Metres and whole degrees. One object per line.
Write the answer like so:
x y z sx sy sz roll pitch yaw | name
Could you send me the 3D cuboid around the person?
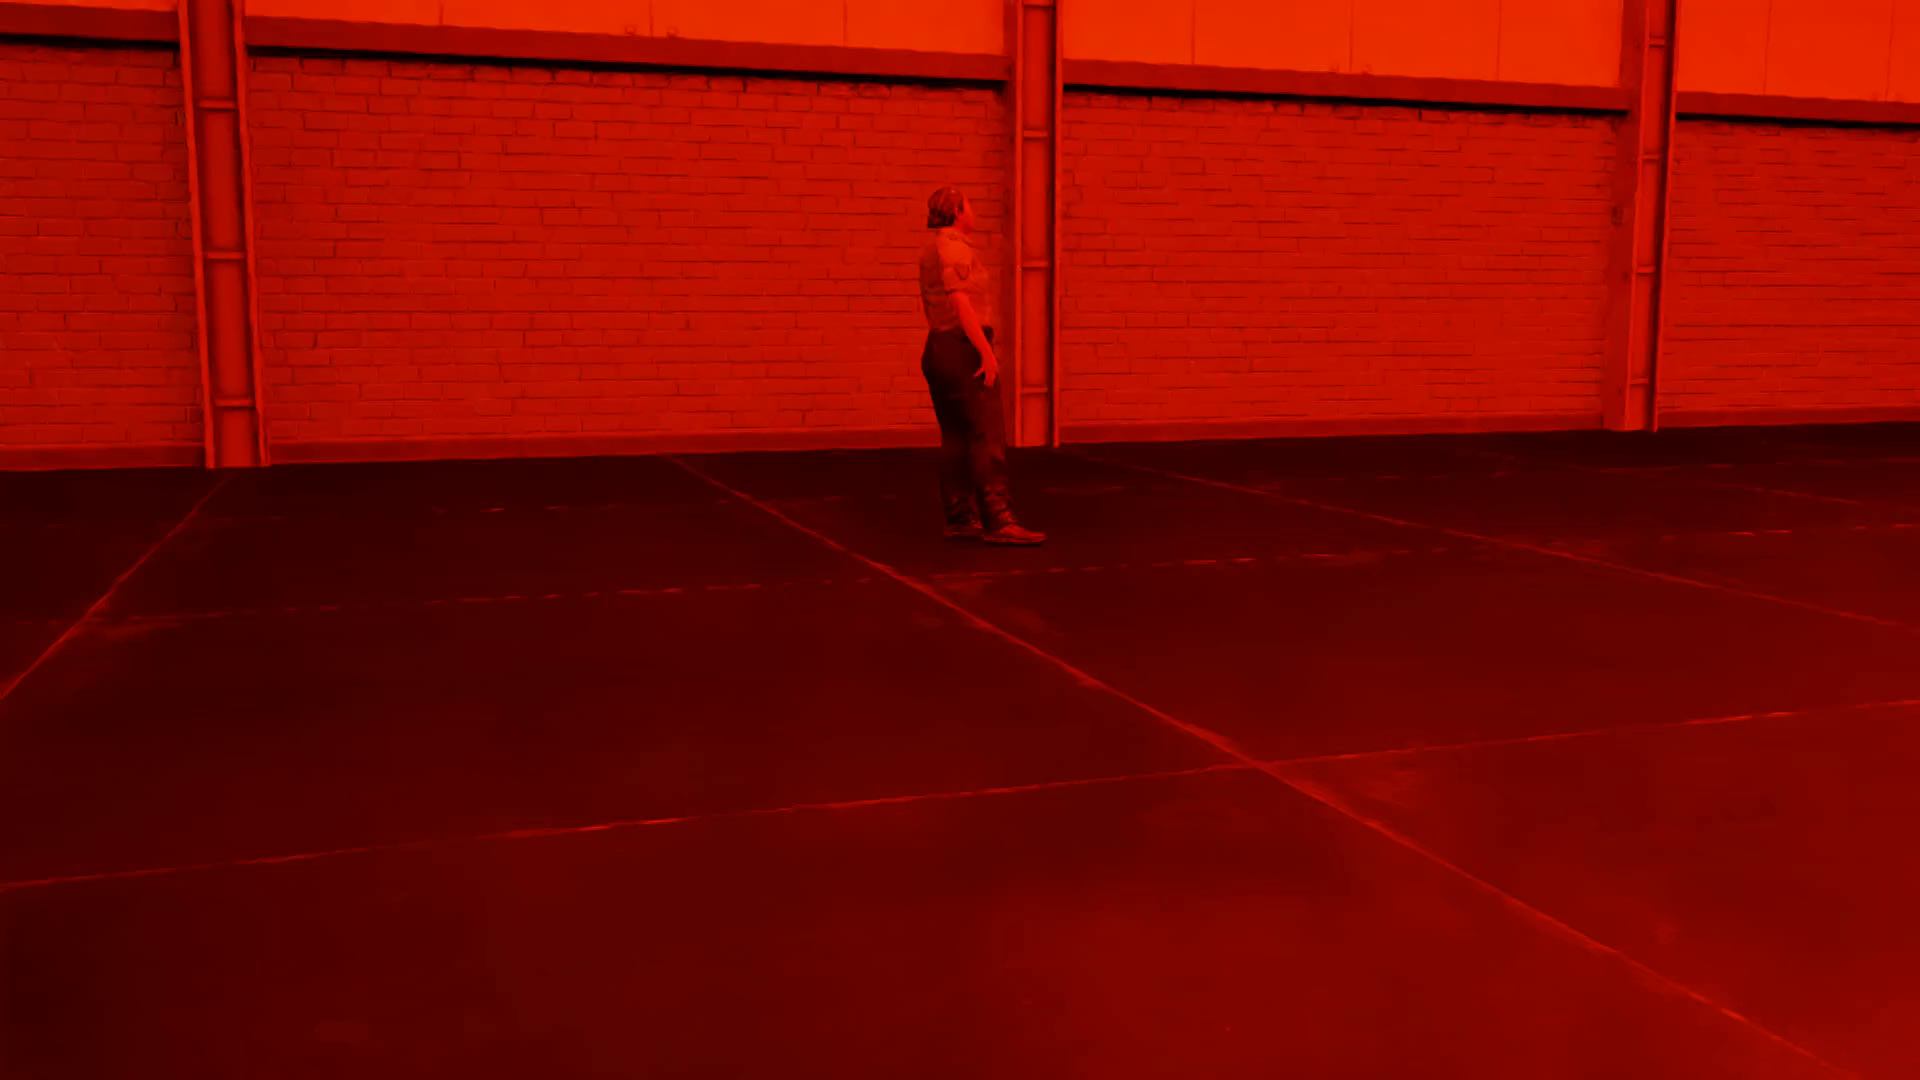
0.093 -0.819 7.820 0.501 1.640 0.599 -3 8 -18 | person
